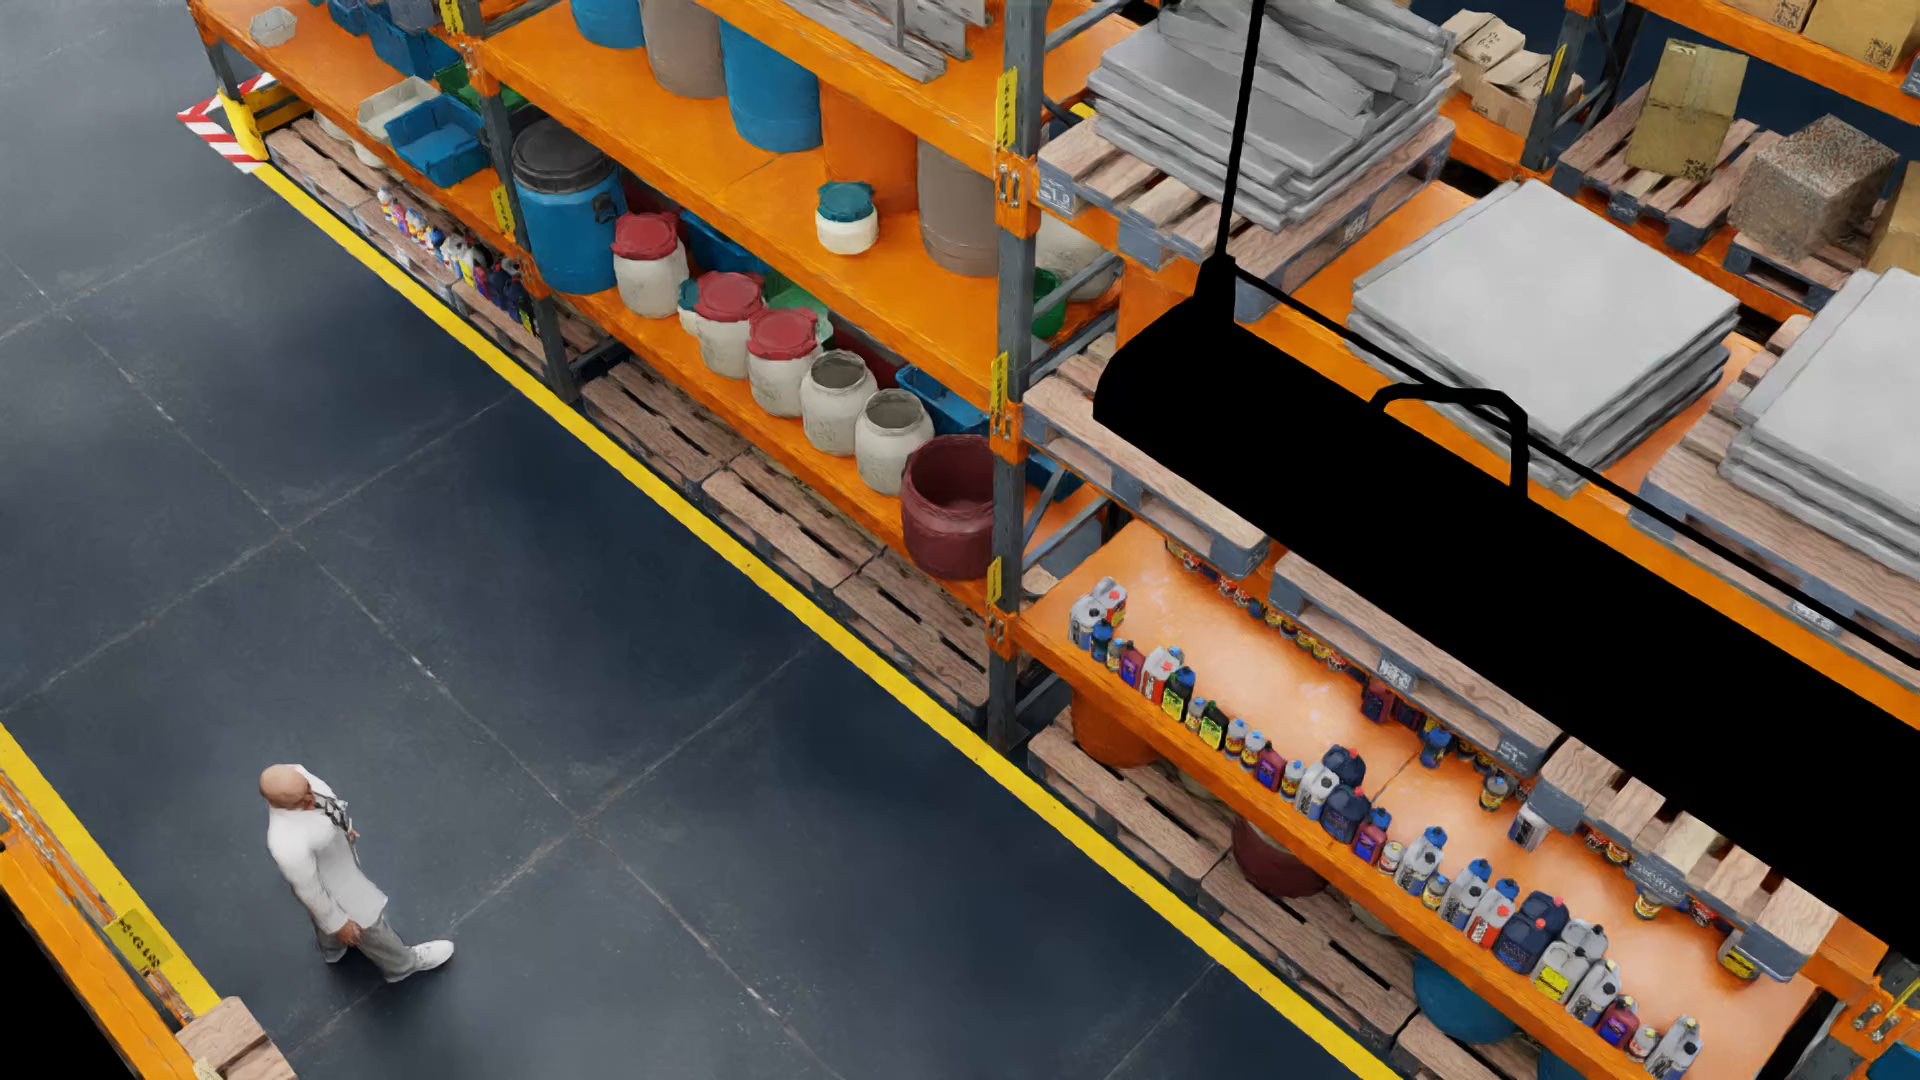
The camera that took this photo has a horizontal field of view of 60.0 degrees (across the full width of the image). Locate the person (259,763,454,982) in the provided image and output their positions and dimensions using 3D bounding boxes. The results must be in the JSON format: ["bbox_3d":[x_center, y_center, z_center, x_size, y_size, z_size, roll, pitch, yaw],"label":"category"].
[{"bbox_3d":[-2.939,1.569,7.897,0.641,1.772,0.692,-18,52,-14],"label":"person"}]
